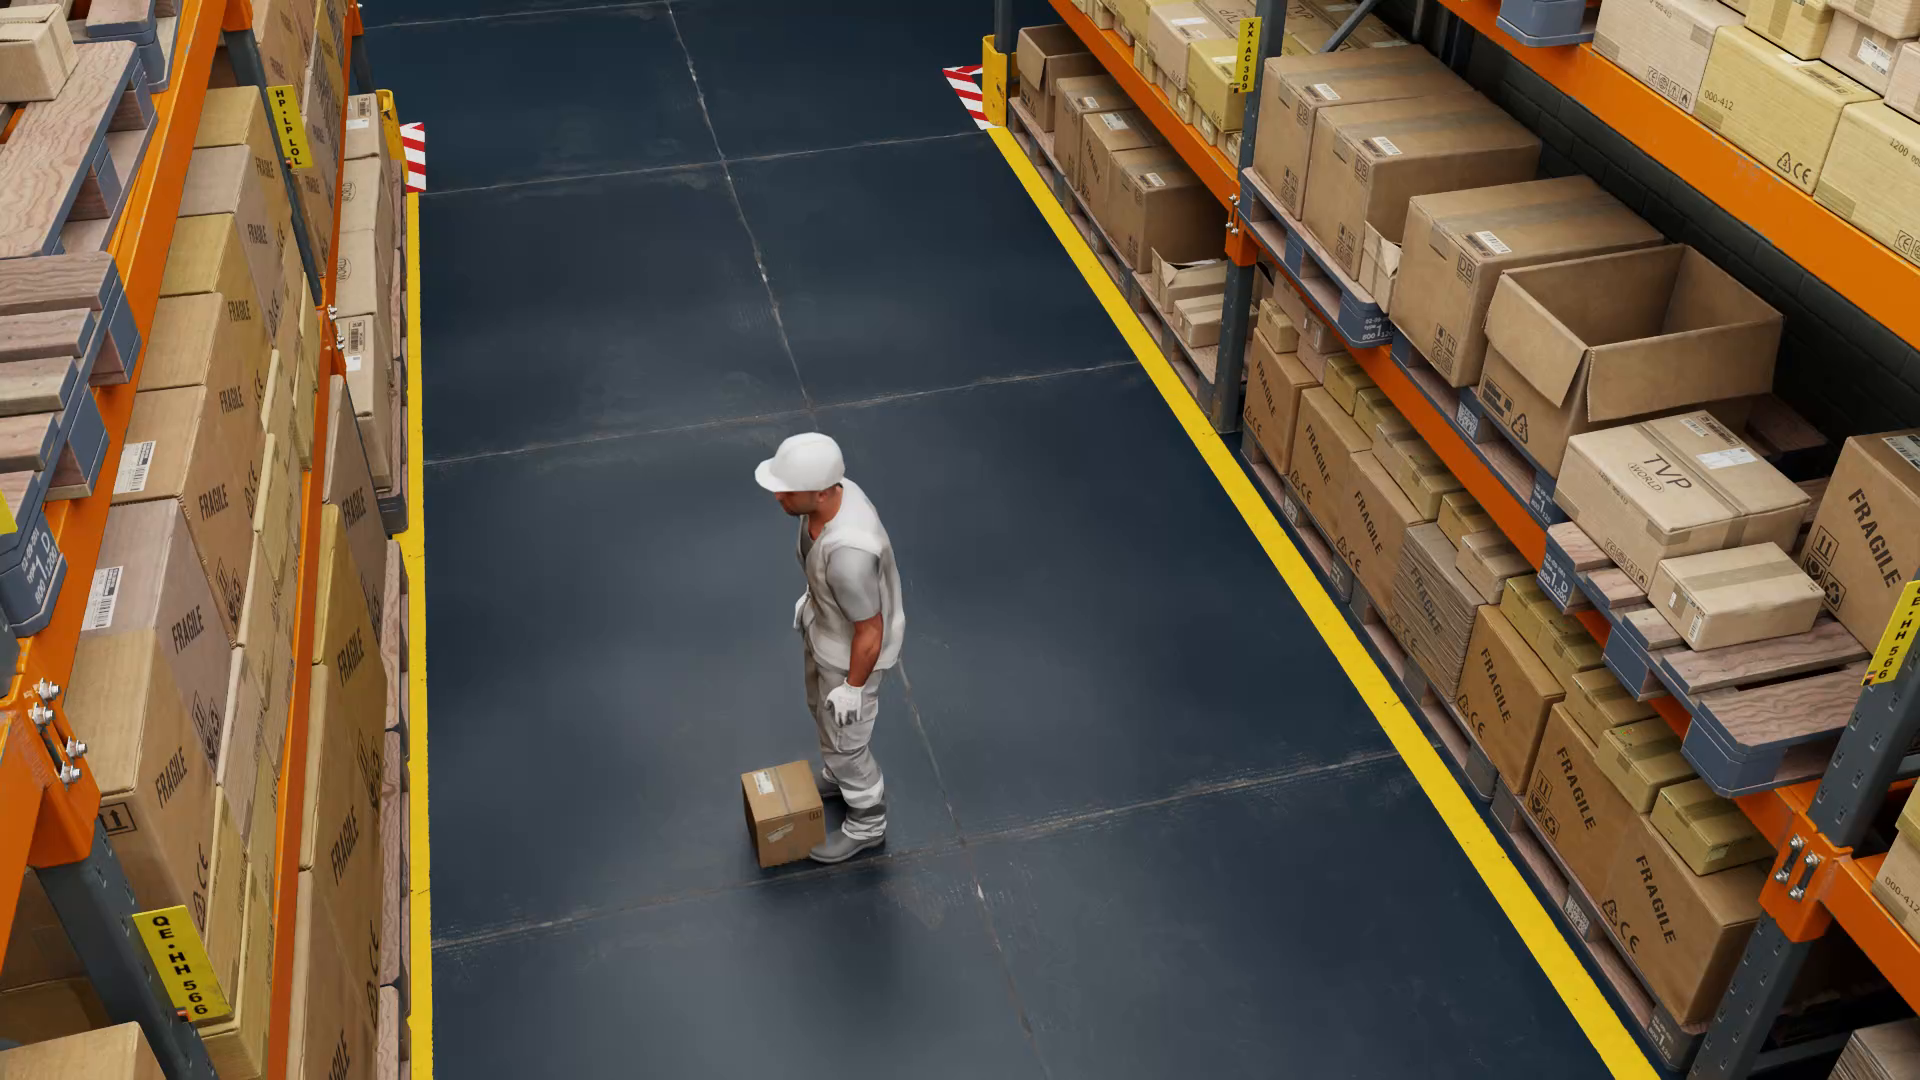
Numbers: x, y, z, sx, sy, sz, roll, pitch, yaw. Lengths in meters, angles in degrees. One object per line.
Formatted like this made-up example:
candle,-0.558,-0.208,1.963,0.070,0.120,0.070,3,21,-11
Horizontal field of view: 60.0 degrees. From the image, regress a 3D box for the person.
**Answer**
person,-0.427,0.363,5.674,0.452,1.777,0.601,-11,39,-14
